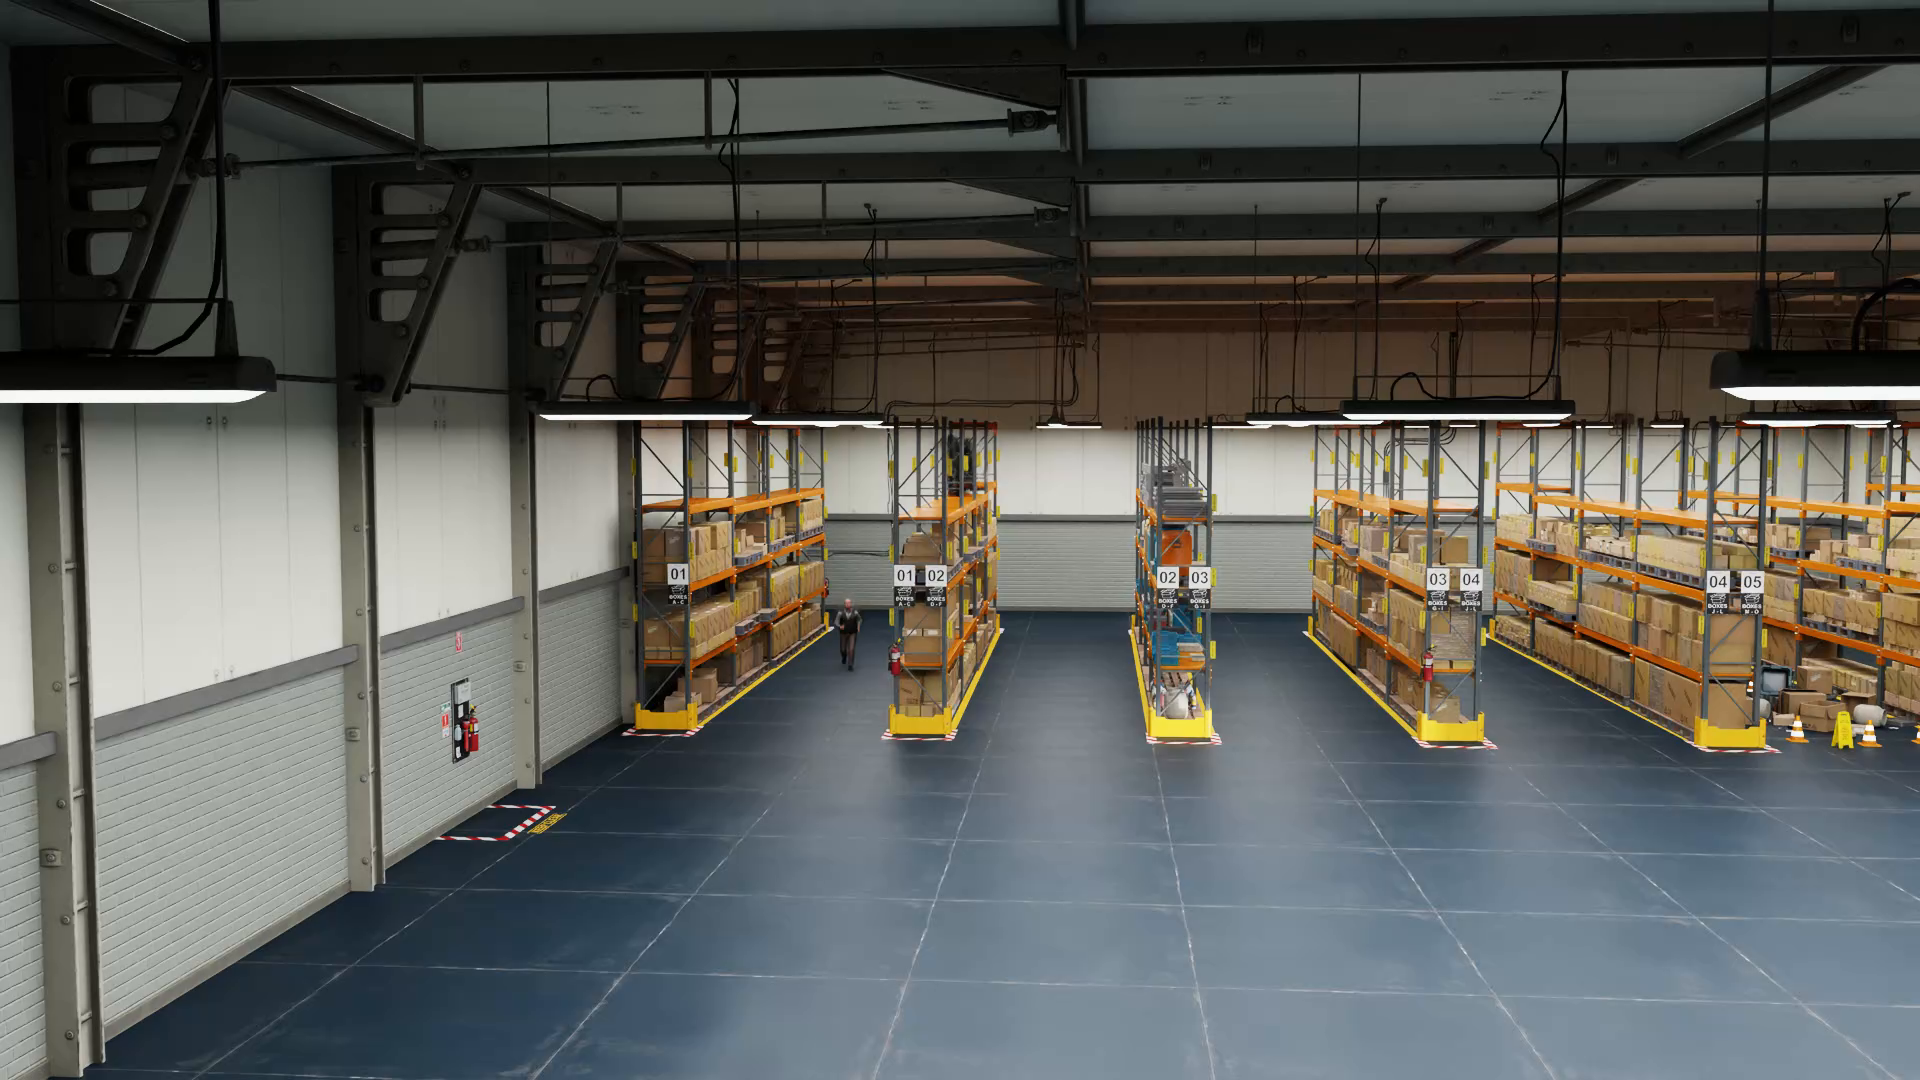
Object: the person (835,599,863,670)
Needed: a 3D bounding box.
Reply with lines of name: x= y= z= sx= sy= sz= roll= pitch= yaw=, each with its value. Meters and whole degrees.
person: x=-2.680 y=2.266 z=40.065 sx=0.669 sy=1.681 sz=0.760 roll=0 pitch=4 yaw=-4
